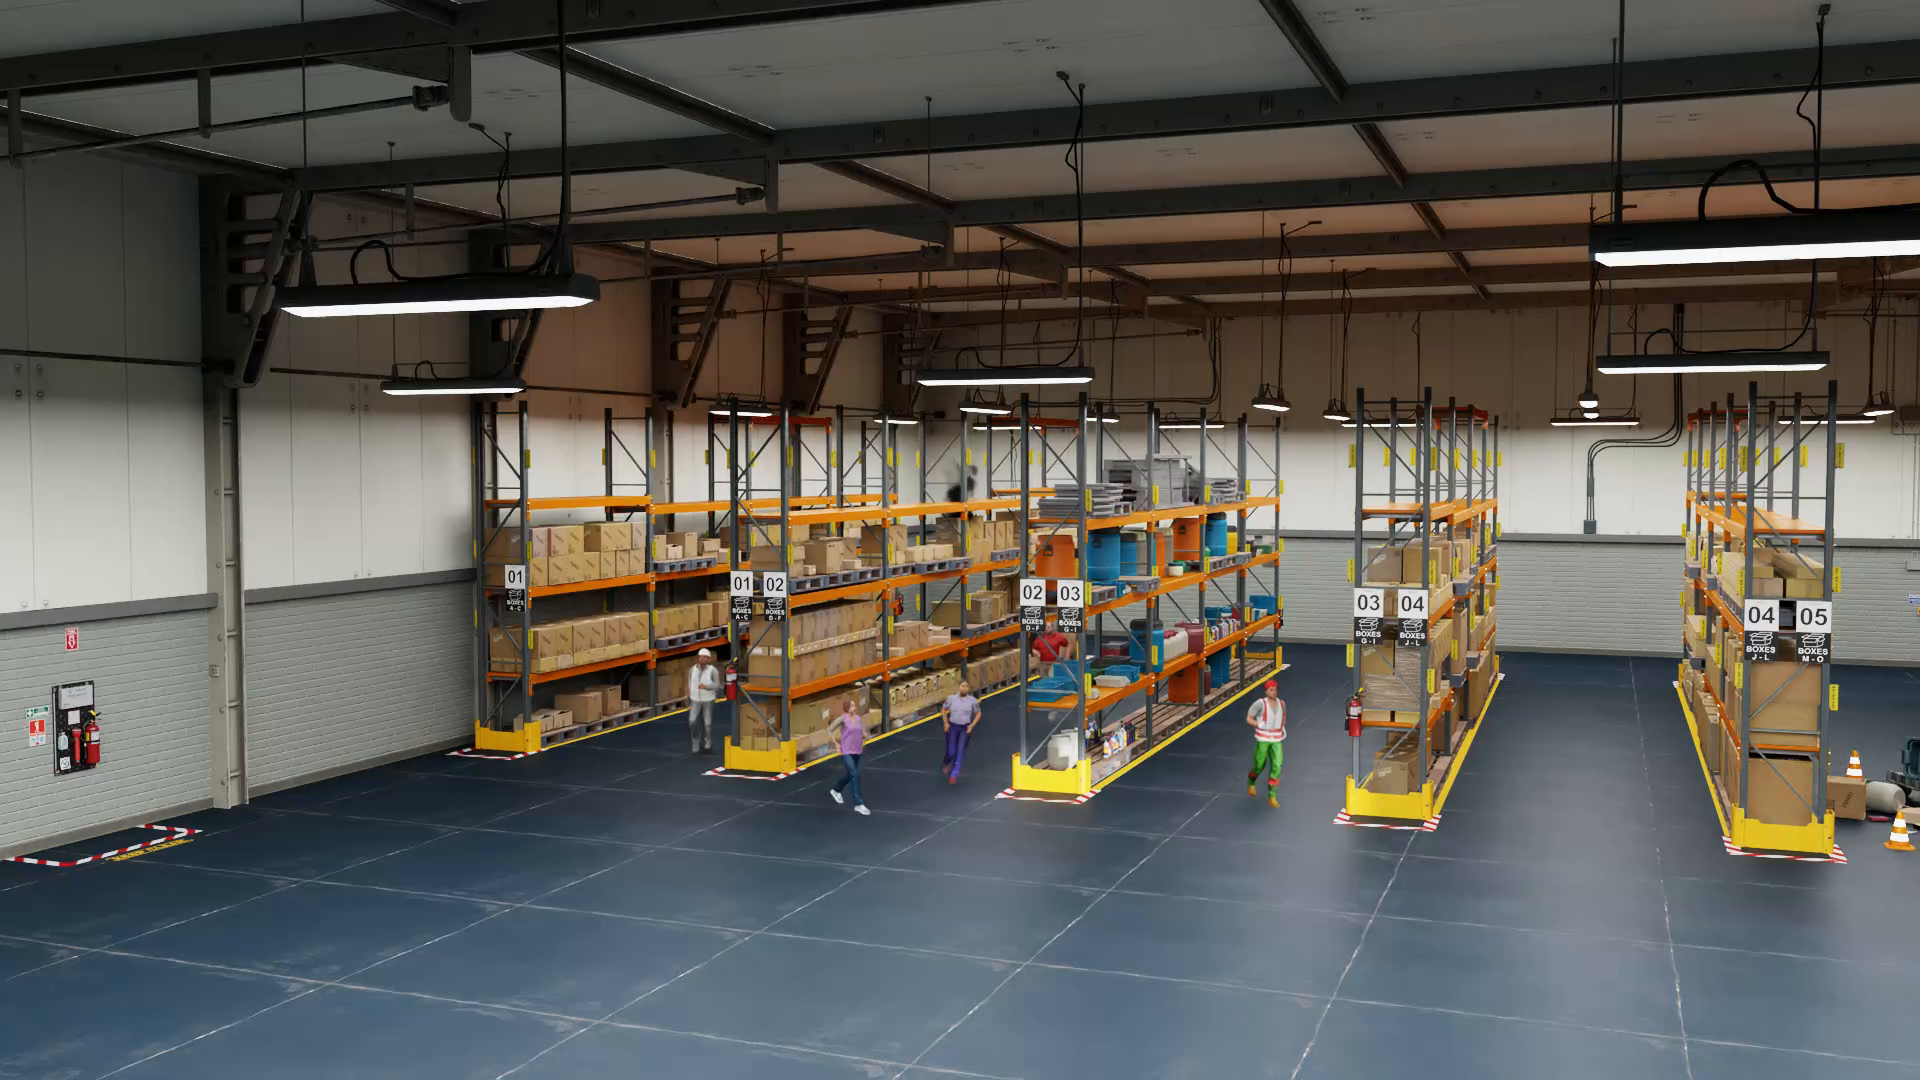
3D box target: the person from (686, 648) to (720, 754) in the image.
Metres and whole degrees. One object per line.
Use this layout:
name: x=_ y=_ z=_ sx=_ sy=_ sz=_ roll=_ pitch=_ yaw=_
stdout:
person: x=-4.392 y=2.747 z=28.325 sx=0.626 sy=1.800 sz=0.714 roll=0 pitch=3 yaw=5

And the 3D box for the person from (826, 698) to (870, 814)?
person: x=-1.565 y=3.032 z=23.564 sx=0.883 sy=1.594 sz=0.531 roll=2 pitch=4 yaw=42

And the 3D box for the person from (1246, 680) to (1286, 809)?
person: x=4.474 y=2.927 z=24.176 sx=0.664 sy=1.798 sz=0.899 roll=0 pitch=3 yaw=-10

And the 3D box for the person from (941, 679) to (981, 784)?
person: x=0.019 y=2.970 z=25.792 sx=0.622 sy=1.622 sz=0.532 roll=0 pitch=3 yaw=-2

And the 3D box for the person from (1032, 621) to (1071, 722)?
person: x=1.662 y=2.413 z=30.765 sx=0.683 sy=1.820 sz=0.767 roll=1 pitch=3 yaw=23
